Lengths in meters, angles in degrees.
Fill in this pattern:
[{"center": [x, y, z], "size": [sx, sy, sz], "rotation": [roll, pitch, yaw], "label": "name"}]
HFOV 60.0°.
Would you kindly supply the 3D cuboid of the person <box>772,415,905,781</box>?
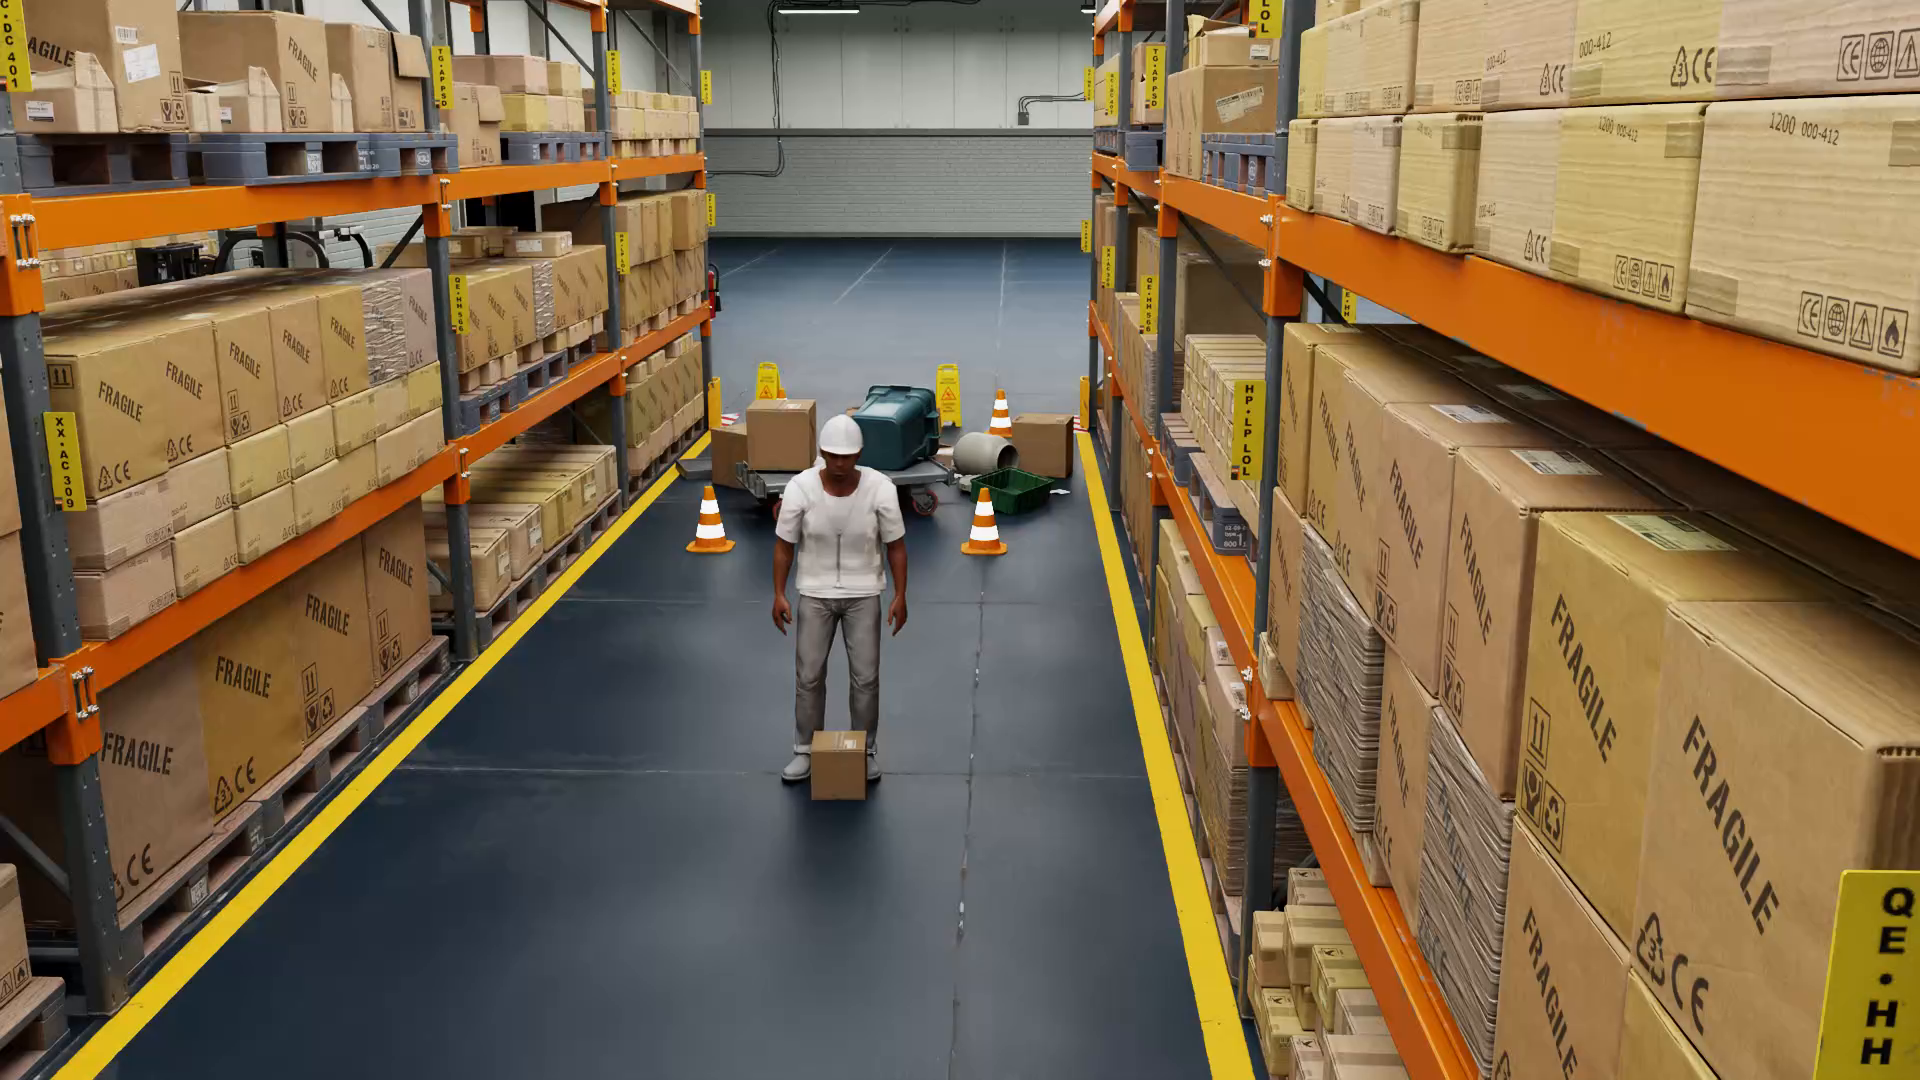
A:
[{"center": [-0.573, 0.273, 7.848], "size": [0.631, 1.760, 0.463], "rotation": [0, 14, 1], "label": "person"}]
